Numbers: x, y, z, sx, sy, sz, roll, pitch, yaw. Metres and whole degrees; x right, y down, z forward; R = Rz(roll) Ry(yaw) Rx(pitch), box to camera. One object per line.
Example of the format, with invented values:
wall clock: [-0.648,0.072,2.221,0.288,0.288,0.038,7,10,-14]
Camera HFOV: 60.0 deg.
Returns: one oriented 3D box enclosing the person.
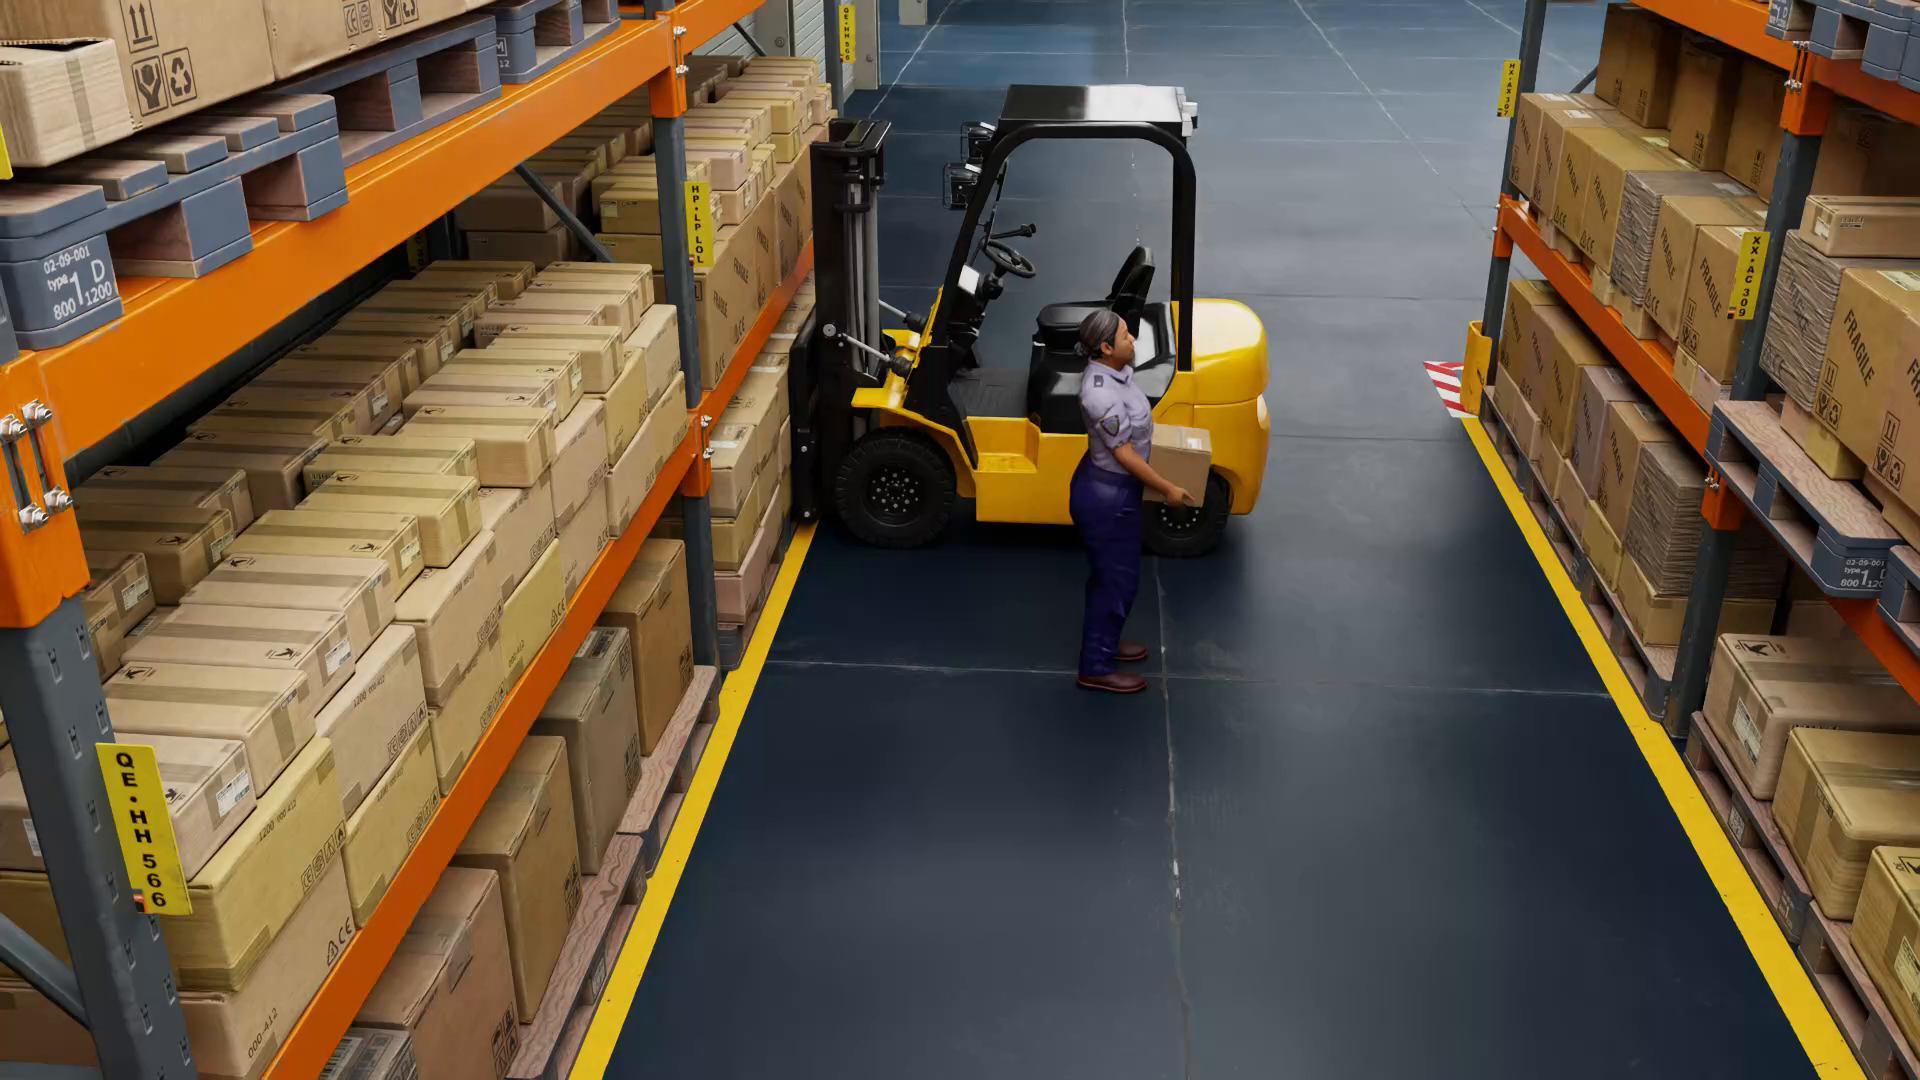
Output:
person: [0.717,-0.170,7.000,0.514,1.638,0.454,2,25,4]
